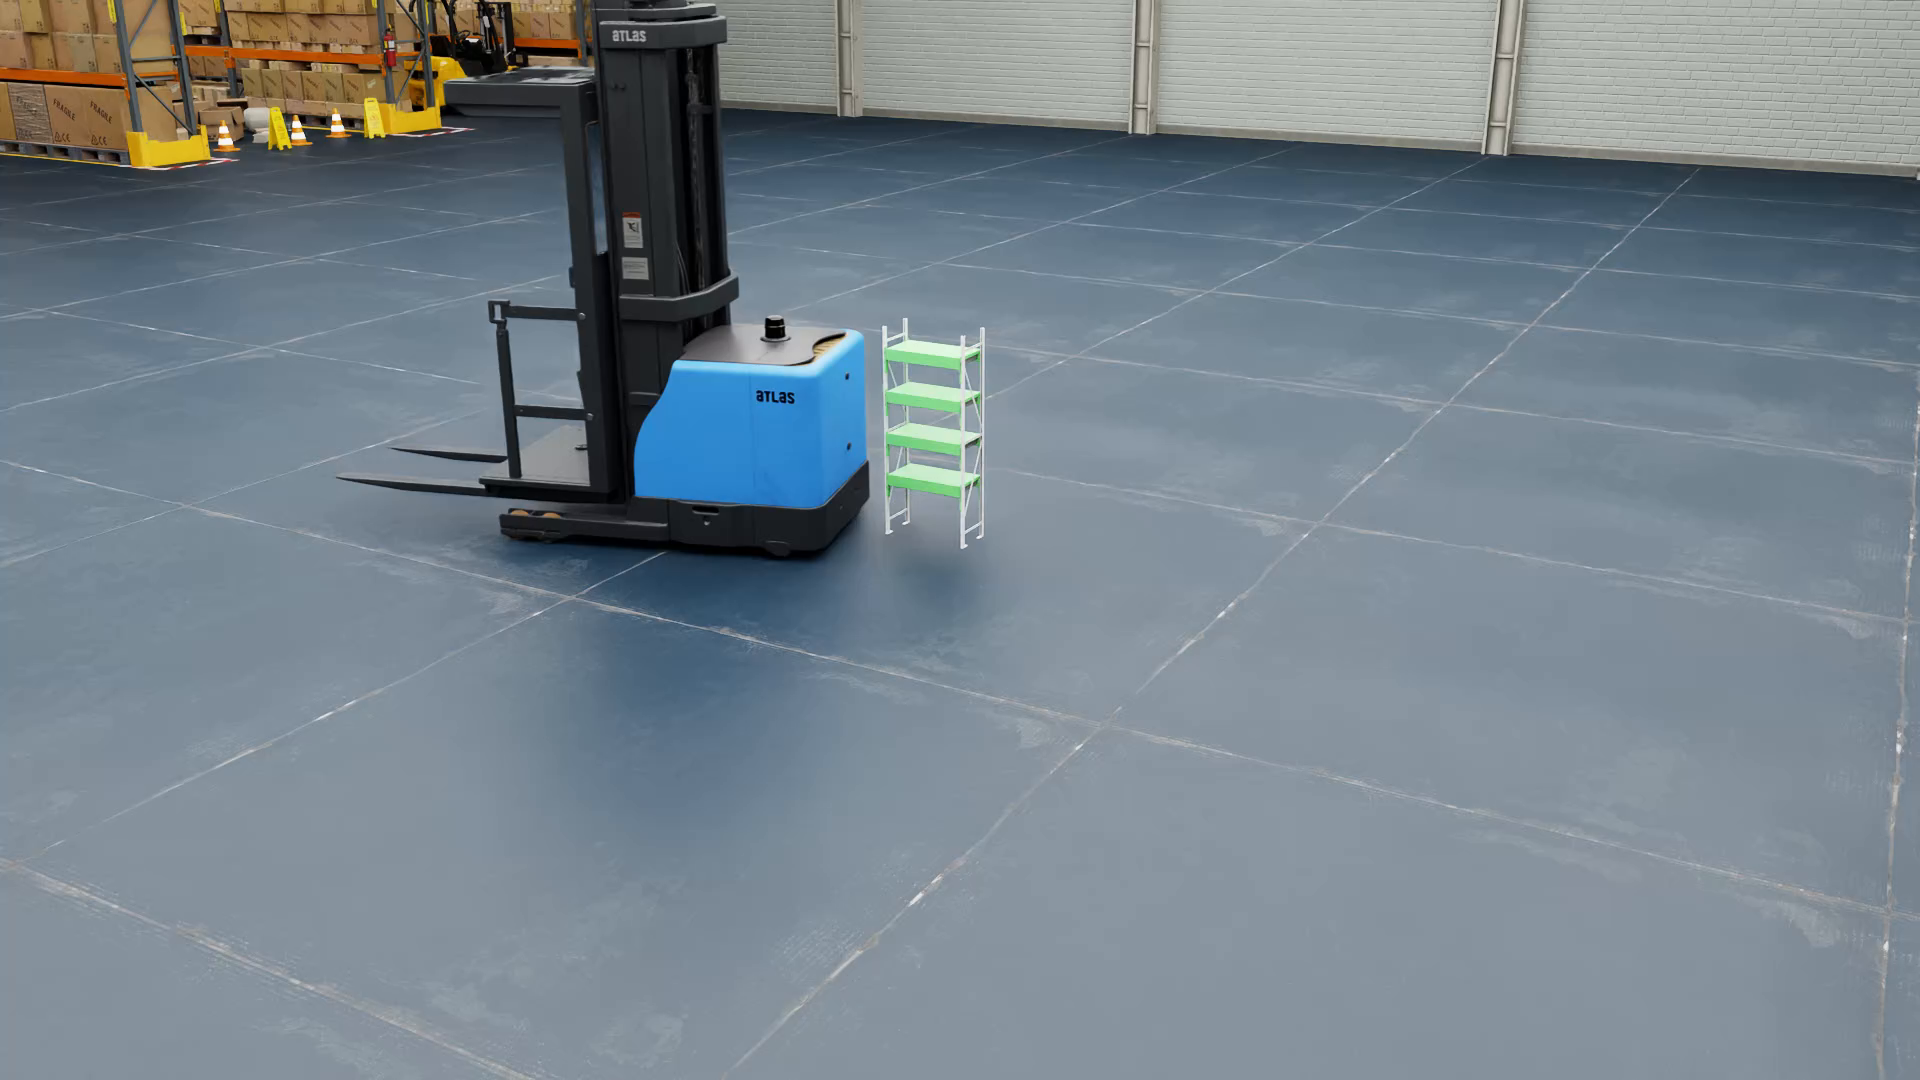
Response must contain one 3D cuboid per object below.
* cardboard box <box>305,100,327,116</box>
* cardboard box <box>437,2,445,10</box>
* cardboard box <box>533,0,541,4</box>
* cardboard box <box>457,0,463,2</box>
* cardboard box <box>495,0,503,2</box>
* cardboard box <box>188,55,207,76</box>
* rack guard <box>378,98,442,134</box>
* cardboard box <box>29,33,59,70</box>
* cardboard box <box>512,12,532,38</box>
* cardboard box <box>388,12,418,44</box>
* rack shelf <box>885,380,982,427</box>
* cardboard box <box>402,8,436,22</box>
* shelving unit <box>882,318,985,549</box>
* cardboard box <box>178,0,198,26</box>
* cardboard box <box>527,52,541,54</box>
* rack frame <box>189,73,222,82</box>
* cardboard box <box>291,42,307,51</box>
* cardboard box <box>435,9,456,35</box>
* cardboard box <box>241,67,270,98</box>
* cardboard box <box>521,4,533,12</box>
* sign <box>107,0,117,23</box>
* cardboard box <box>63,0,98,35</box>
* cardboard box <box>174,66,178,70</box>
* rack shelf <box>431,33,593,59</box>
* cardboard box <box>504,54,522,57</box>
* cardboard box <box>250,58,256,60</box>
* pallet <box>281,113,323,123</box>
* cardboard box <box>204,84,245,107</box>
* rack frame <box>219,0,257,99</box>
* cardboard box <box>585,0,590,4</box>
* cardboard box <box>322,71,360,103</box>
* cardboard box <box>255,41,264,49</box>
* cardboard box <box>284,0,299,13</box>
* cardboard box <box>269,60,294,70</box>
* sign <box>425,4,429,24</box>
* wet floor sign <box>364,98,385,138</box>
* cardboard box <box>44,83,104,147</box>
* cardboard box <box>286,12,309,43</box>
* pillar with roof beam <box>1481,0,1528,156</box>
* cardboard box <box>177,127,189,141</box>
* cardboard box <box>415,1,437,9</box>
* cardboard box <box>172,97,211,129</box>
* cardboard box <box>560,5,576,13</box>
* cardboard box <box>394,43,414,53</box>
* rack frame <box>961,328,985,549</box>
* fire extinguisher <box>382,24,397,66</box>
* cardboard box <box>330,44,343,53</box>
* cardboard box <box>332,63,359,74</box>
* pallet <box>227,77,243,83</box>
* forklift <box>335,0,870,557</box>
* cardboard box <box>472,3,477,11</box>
[{"bbox_3d":[-11.313,-7.725,29.679,0.500,0.250,0.500,10,22,25],"label":"cardboard box"},{"bbox_3d":[-10.492,-10.956,34.072,0.250,0.149,0.380,10,22,26],"label":"cardboard box"},{"bbox_3d":[-8.219,-10.690,32.901,0.250,0.149,0.380,11,23,28],"label":"cardboard box"},{"bbox_3d":[-10.010,-11.030,33.839,0.250,0.149,0.380,10,22,26],"label":"cardboard box"},{"bbox_3d":[-9.119,-10.859,33.369,0.250,0.149,0.380,11,23,28],"label":"cardboard box"},{"bbox_3d":[-17.314,-10.941,38.178,0.500,0.500,0.500,12,23,30],"label":"cardboard box"},{"bbox_3d":[-9.634,-7.430,29.114,0.348,0.500,1.175,11,23,27],"label":"rack guard"},{"bbox_3d":[-13.641,-7.512,25.454,0.500,0.550,0.875,11,23,27],"label":"cardboard box"},{"bbox_3d":[-8.604,-10.295,33.201,0.500,0.500,0.500,10,22,26],"label":"cardboard box"},{"bbox_3d":[-9.846,-8.940,29.030,0.500,0.500,0.500,10,22,26],"label":"cardboard box"},{"bbox_3d":[-0.145,-0.757,9.176,0.480,0.148,0.258,11,23,27],"label":"rack shelf"},{"bbox_3d":[-11.196,-10.906,34.517,0.500,0.250,0.500,10,22,26],"label":"cardboard box"},{"bbox_3d":[-0.145,-0.592,9.236,0.503,1.200,0.258,11,23,27],"label":"shelving unit"},{"bbox_3d":[-14.009,-9.732,30.597,0.500,0.500,0.500,11,23,28],"label":"cardboard box"},{"bbox_3d":[-8.791,-9.837,34.035,0.500,0.250,0.500,10,22,26],"label":"cardboard box"},{"bbox_3d":[-17.627,-12.066,38.229,0.127,3.000,1.000,11,23,27],"label":"rack frame"},{"bbox_3d":[-11.596,-8.742,29.435,0.250,0.149,0.380,11,23,27],"label":"cardboard box"},{"bbox_3d":[-10.382,-10.631,34.127,0.500,0.500,0.500,10,22,26],"label":"cardboard box"},{"bbox_3d":[-12.677,-8.336,30.264,0.500,0.500,0.500,12,23,30],"label":"cardboard box"},{"bbox_3d":[-8.491,-10.567,32.998,0.250,0.149,0.380,10,22,26],"label":"cardboard box"},{"bbox_3d":[-12.170,-7.598,23.867,0.005,0.325,0.100,11,23,27],"label":"sign"},{"bbox_3d":[-12.724,-7.817,24.712,0.550,0.550,0.875,11,23,27],"label":"cardboard box"},{"bbox_3d":[-18.256,-10.928,38.658,0.250,0.149,0.380,10,22,26],"label":"cardboard box"},{"bbox_3d":[-8.896,-10.065,33.768,4.000,0.370,1.077,11,23,27],"label":"rack shelf"},{"bbox_3d":[-9.037,-9.680,33.601,0.500,0.250,0.500,10,22,26],"label":"cardboard box"},{"bbox_3d":[-15.499,-10.602,37.244,0.500,0.500,0.500,12,23,30],"label":"cardboard box"},{"bbox_3d":[-12.456,-7.845,30.683,1.213,0.211,1.003,11,23,27],"label":"pallet"},{"bbox_3d":[-13.519,-8.306,31.101,0.625,0.372,0.950,11,23,28],"label":"cardboard box"},{"bbox_3d":[-13.060,-9.257,30.486,0.127,3.000,1.000,11,23,27],"label":"rack frame"},{"bbox_3d":[-7.339,-10.682,32.879,0.250,0.149,0.380,10,22,26],"label":"cardboard box"},{"bbox_3d":[-10.852,-7.991,29.312,0.500,0.500,0.500,12,23,29],"label":"cardboard box"},{"bbox_3d":[-12.449,-8.930,29.952,0.250,0.149,0.380,11,23,27],"label":"cardboard box"},{"bbox_3d":[-11.422,-9.534,29.200,0.500,0.500,0.700,11,22,27],"label":"cardboard box"},{"bbox_3d":[-12.147,-8.517,29.812,0.250,0.149,0.380,12,23,29],"label":"cardboard box"},{"bbox_3d":[-9.303,-9.161,28.950,0.005,0.325,0.100,11,23,27],"label":"sign"},{"bbox_3d":[-9.924,-7.135,28.089,0.267,0.644,0.232,-16,26,-38],"label":"wet floor sign"},{"bbox_3d":[-13.287,-6.539,25.493,0.875,0.875,0.875,10,22,26],"label":"cardboard box"},{"bbox_3d":[-11.479,-9.046,29.321,0.500,0.500,0.500,11,23,28],"label":"cardboard box"},{"bbox_3d":[6.296,-9.000,20.979,0.400,9.000,9.100,11,23,27],"label":"pillar with roof beam"},{"bbox_3d":[-12.987,-6.744,27.567,0.258,0.266,0.396,16,25,36],"label":"cardboard box"},{"bbox_3d":[-11.049,-11.078,34.409,0.250,0.149,0.380,12,23,29],"label":"cardboard box"},{"bbox_3d":[-13.156,-7.174,28.205,0.503,0.637,0.797,11,23,27],"label":"cardboard box"},{"bbox_3d":[-7.590,-10.397,32.529,0.250,0.149,0.380,11,23,28],"label":"cardboard box"},{"bbox_3d":[-9.763,-8.592,29.021,0.250,0.149,0.380,11,23,28],"label":"cardboard box"},{"bbox_3d":[0.069,-0.551,9.125,0.015,1.200,0.240,11,23,27],"label":"rack frame"},{"bbox_3d":[-9.693,-8.399,28.235,0.183,0.674,0.296,11,23,27],"label":"fire extinguisher"},{"bbox_3d":[-10.727,-8.564,28.945,0.250,0.149,0.380,11,23,28],"label":"cardboard box"},{"bbox_3d":[-10.748,-8.251,29.078,0.250,0.149,0.380,12,23,29],"label":"cardboard box"},{"bbox_3d":[-15.829,-10.428,37.805,1.213,0.211,1.003,11,23,27],"label":"pallet"},{"bbox_3d":[-2.107,-1.533,9.292,3.031,2.935,1.130,4,20,12],"label":"forklift"},{"bbox_3d":[-9.617,-10.771,33.563,0.250,0.149,0.380,11,22,27],"label":"cardboard box"}]
